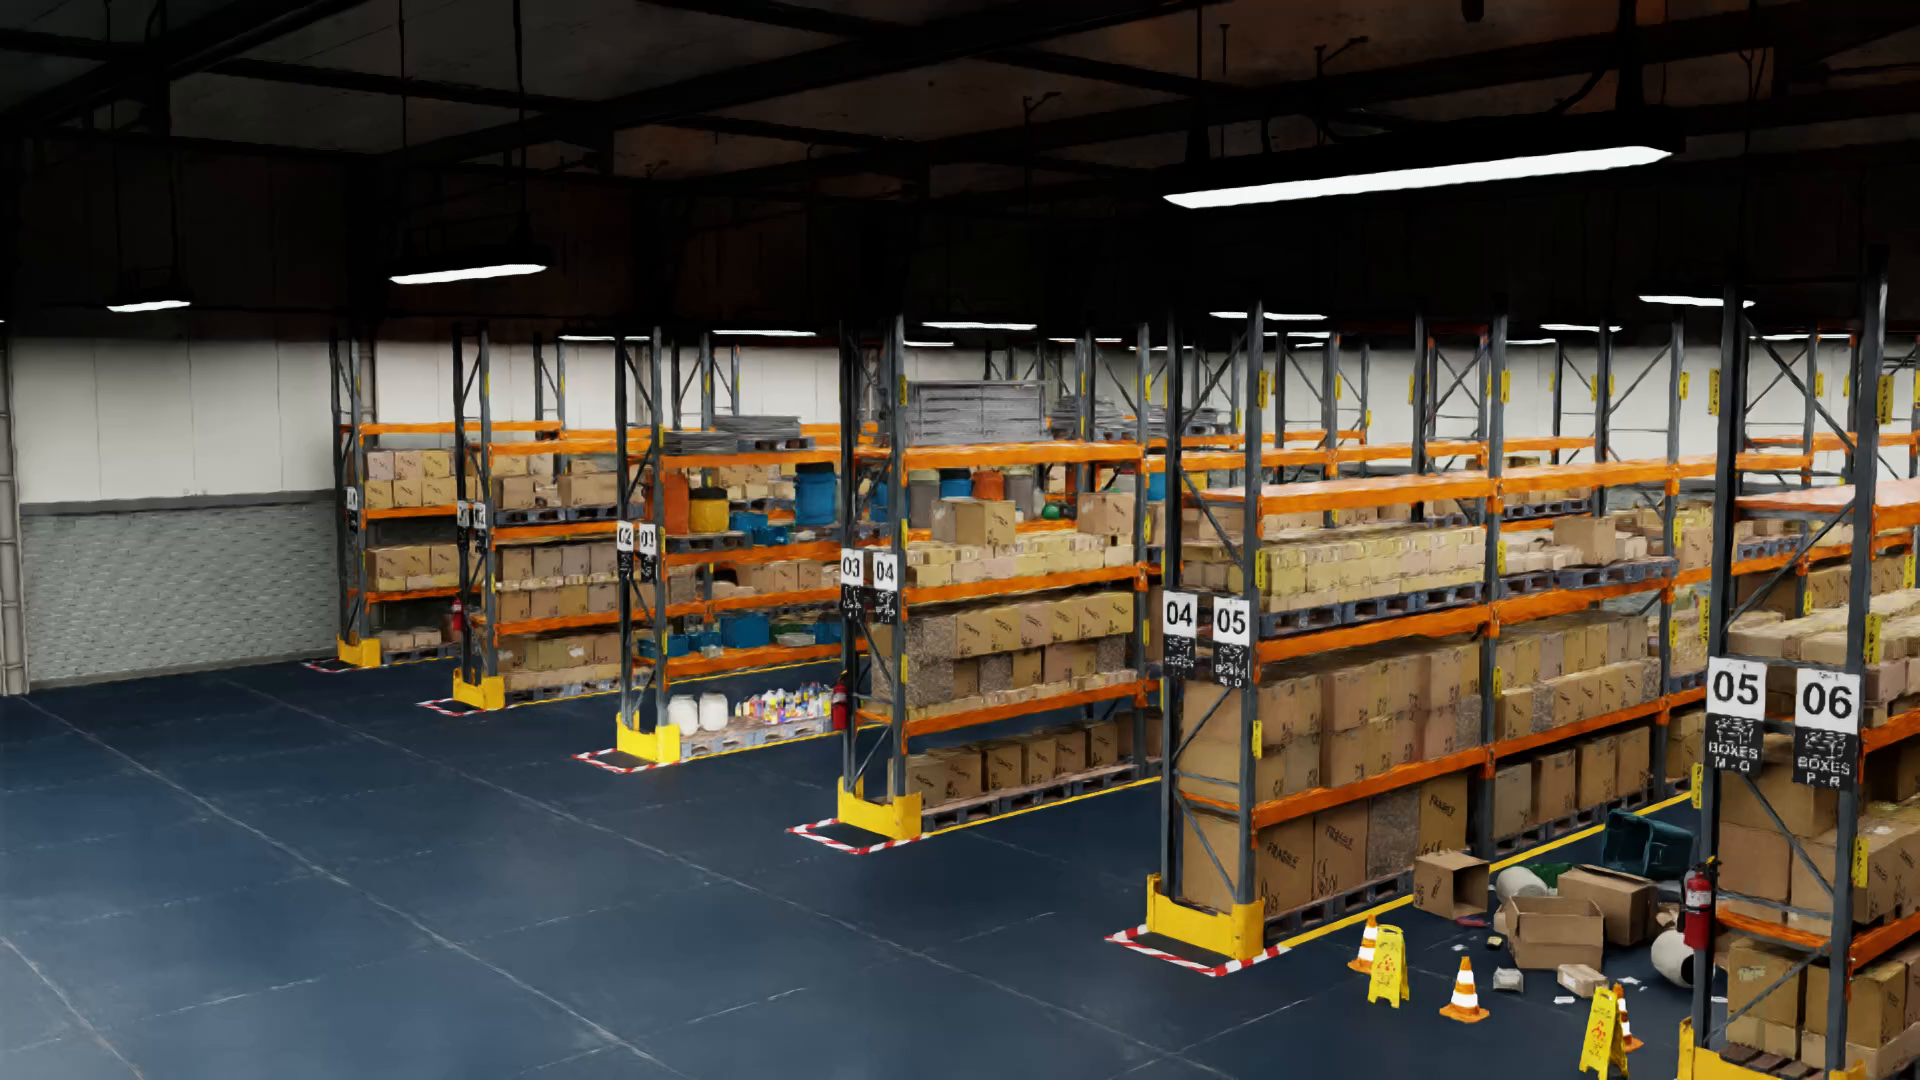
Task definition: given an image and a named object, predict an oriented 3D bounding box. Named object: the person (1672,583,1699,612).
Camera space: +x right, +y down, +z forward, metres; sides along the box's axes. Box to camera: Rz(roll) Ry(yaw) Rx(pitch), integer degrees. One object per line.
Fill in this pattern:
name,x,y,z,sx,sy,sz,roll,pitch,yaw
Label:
person,13.299,1.336,30.577,0.620,1.599,0.817,3,7,31
